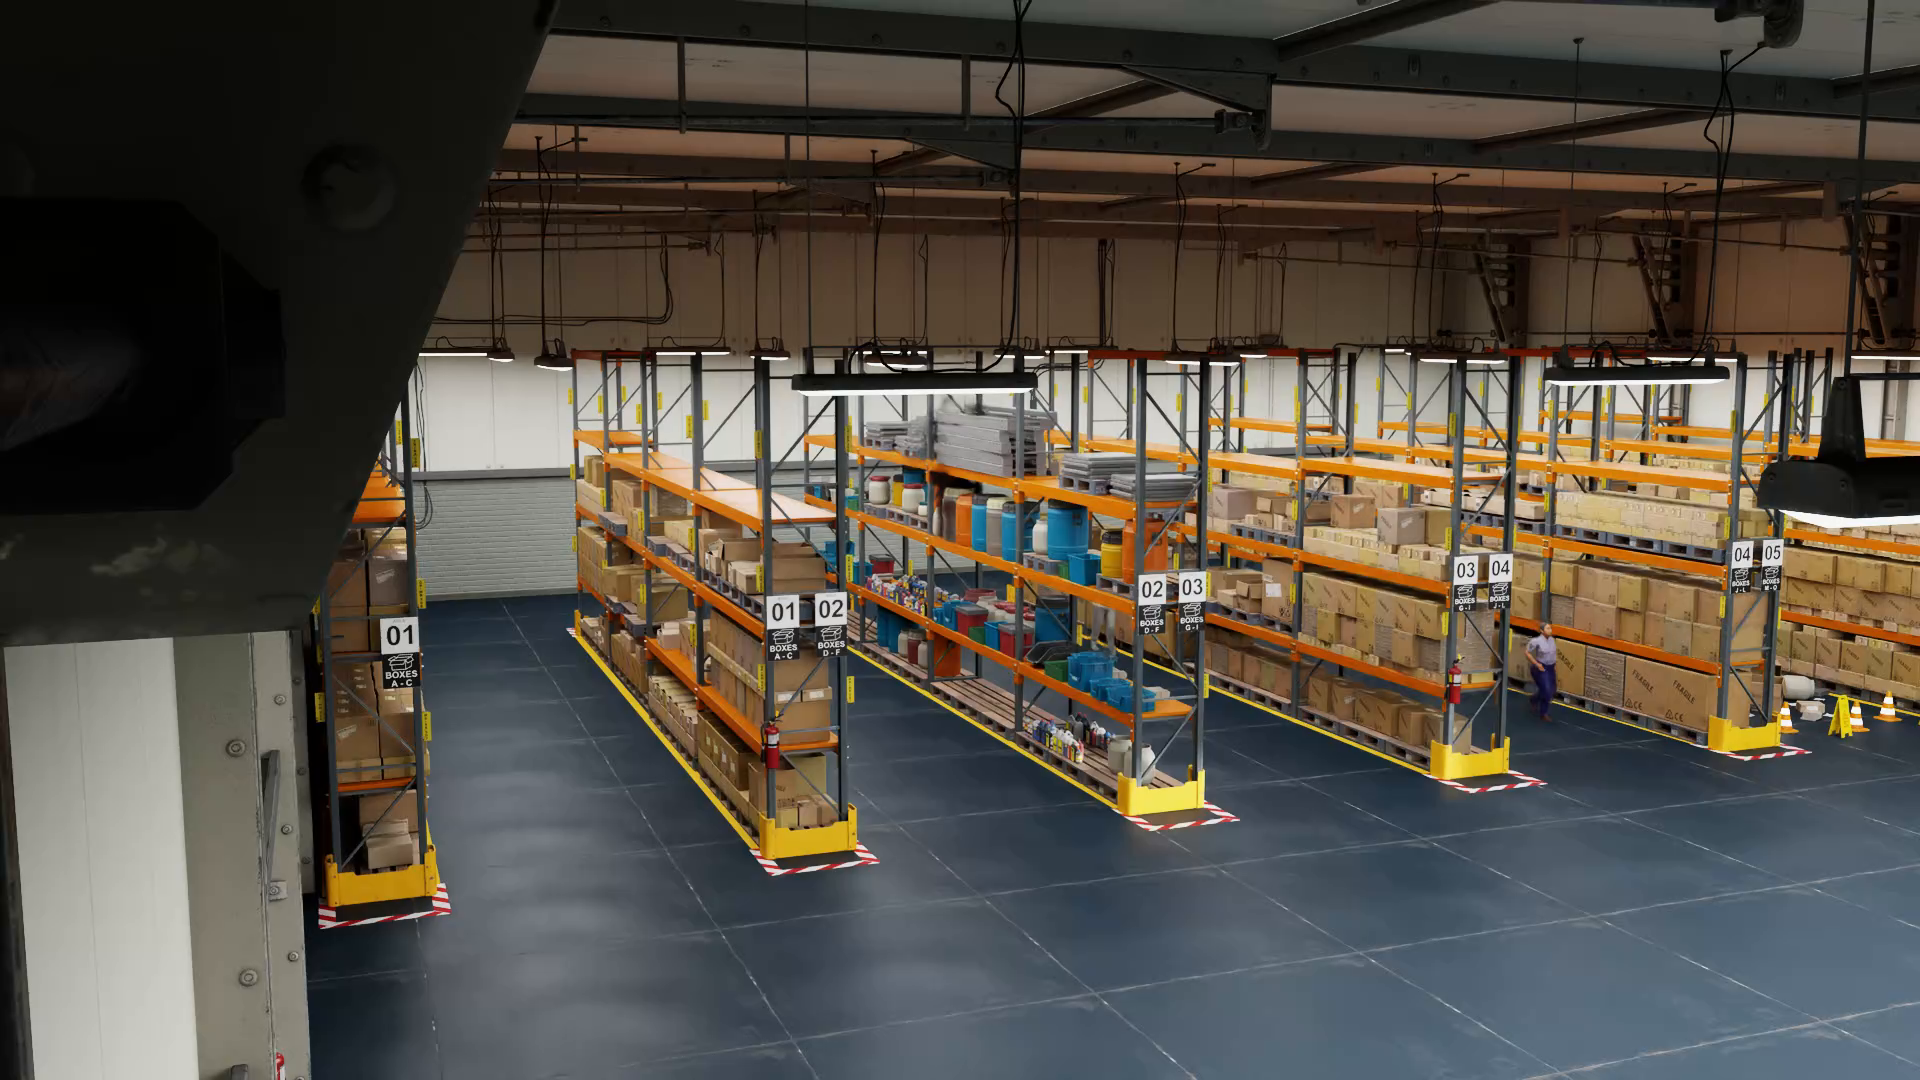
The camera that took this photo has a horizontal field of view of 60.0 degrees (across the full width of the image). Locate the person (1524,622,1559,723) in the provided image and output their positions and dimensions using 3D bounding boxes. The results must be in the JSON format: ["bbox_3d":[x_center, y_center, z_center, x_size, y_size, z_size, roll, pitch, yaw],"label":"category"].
[{"bbox_3d":[9.530,2.148,27.310,0.601,1.628,0.652,-4,8,-27],"label":"person"}]

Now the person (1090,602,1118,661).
[{"bbox_3d":[2.734,1.304,31.342,0.683,1.907,0.756,-3,8,-21],"label":"person"}]

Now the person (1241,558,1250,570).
[{"bbox_3d":[7.159,0.339,41.547,0.820,1.723,0.733,6,9,39],"label":"person"}]
